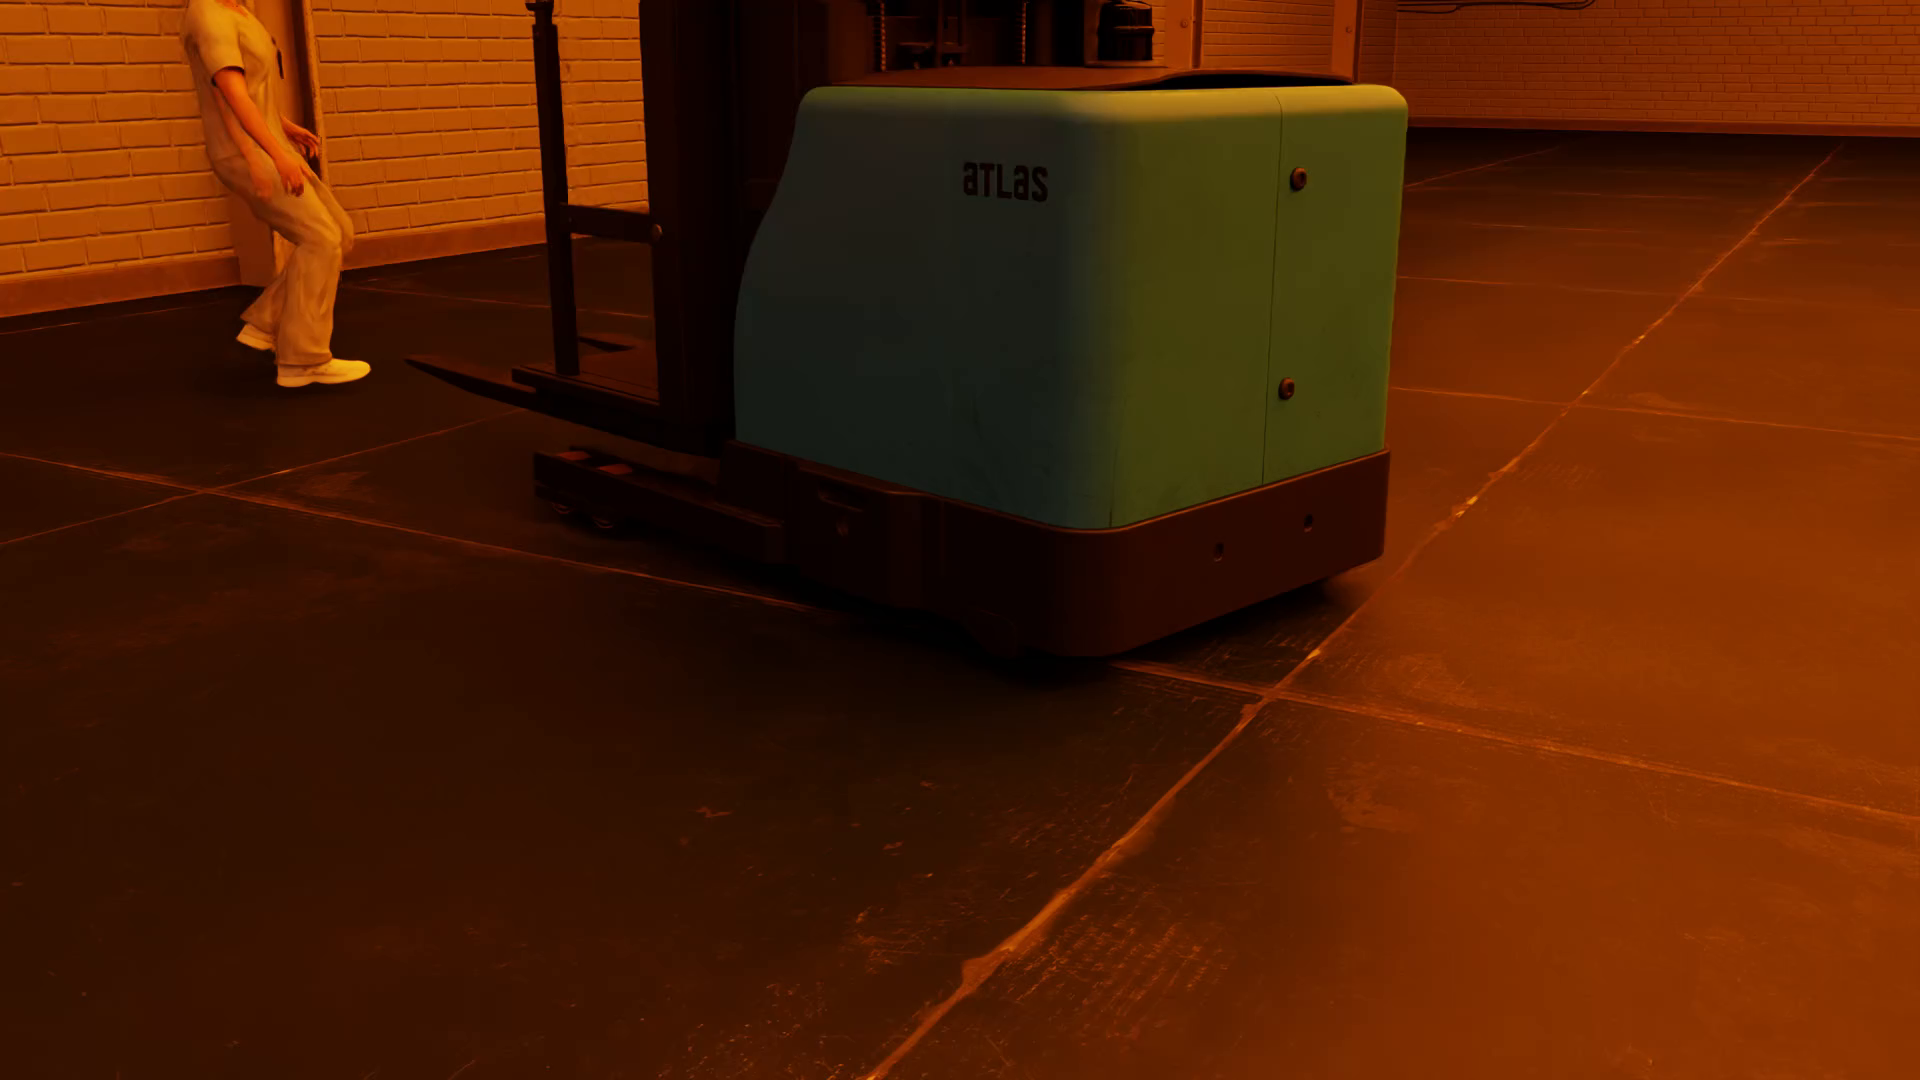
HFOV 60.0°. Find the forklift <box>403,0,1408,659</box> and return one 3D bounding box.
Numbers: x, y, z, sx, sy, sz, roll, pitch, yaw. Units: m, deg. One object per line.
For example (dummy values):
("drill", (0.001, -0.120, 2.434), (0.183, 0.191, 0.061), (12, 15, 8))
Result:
("forklift", (-0.445, -1.519, 4.011), (1.130, 2.935, 3.031), (-15, 22, -42))

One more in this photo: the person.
("person", (-2.363, -1.324, 5.707), (0.547, 1.520, 0.719), (-4, 17, -14))
